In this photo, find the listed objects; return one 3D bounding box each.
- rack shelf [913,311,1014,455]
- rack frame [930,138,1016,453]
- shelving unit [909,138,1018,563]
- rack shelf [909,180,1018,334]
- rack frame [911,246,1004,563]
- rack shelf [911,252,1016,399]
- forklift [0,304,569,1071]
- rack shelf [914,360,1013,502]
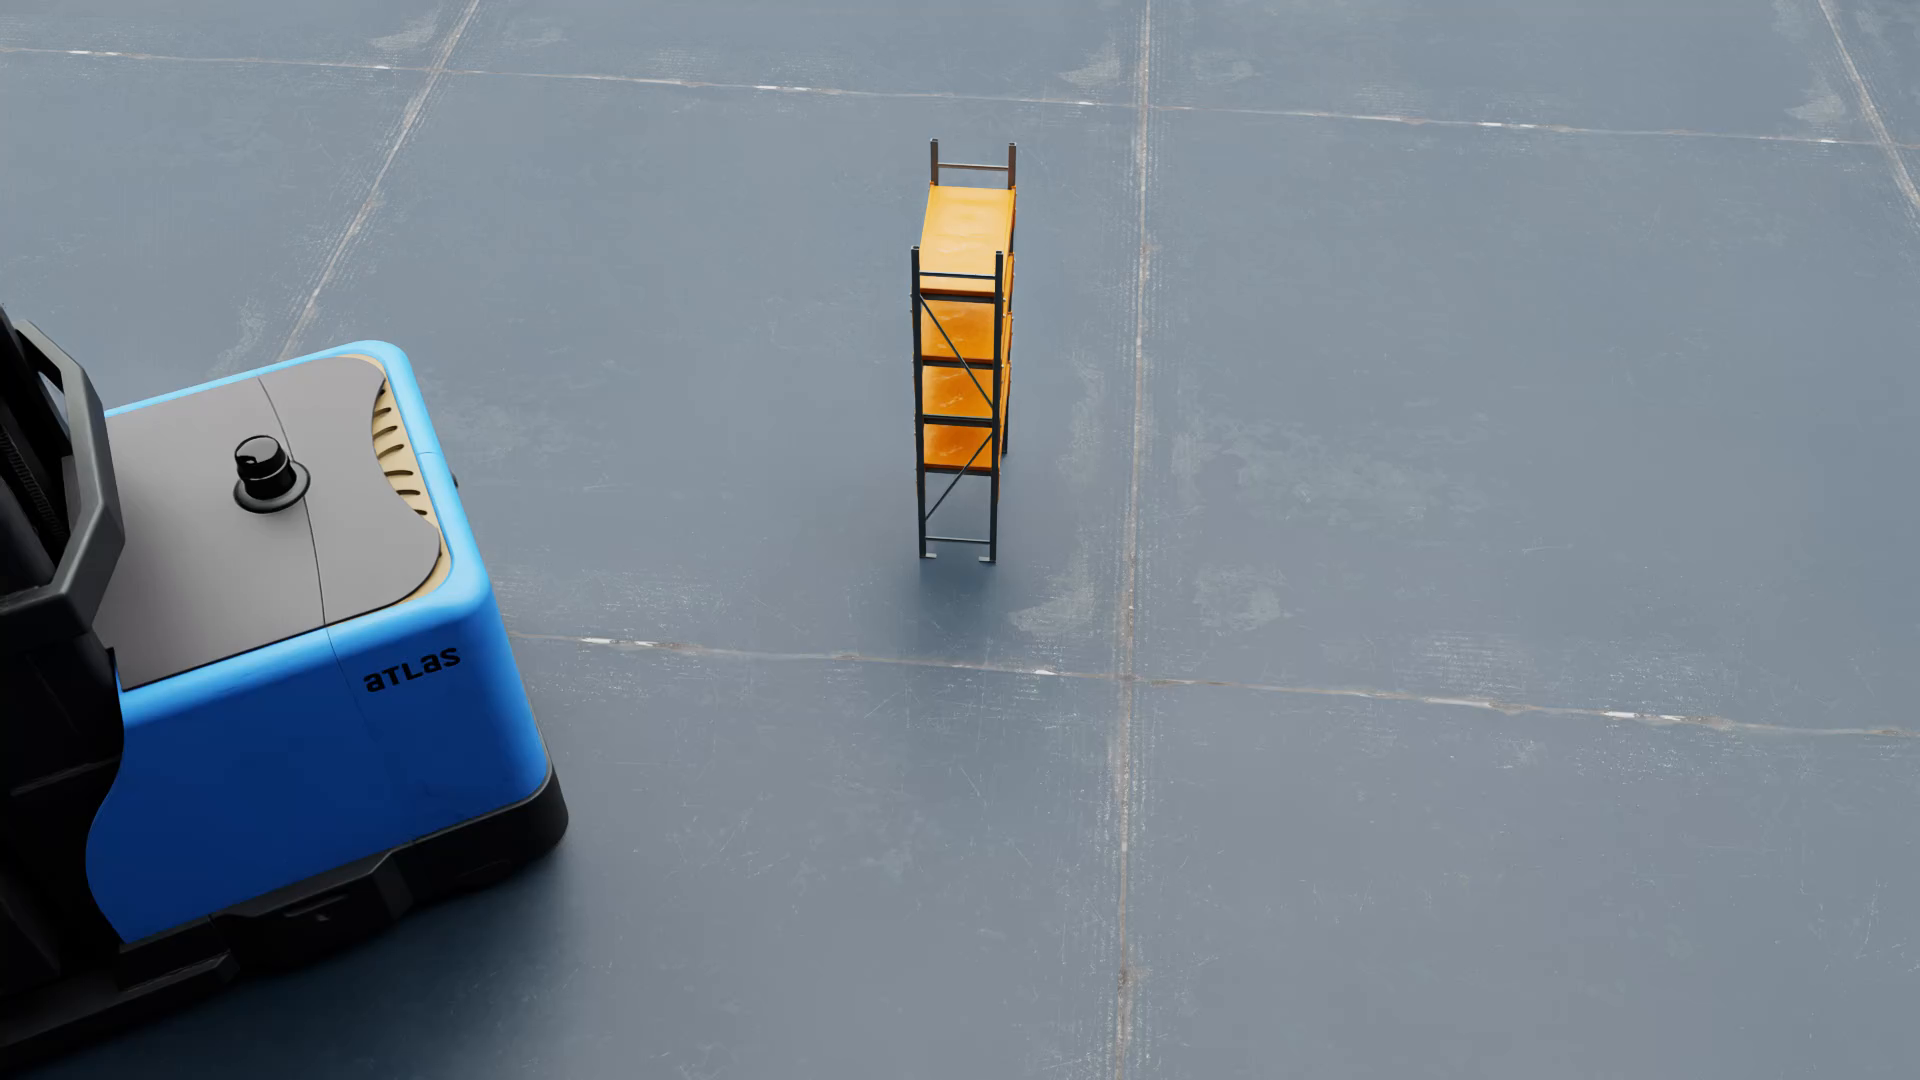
[{"bbox_3d":[0.015,-0.481,4.968,0.258,0.148,0.480,4,48,4],"label":"rack shelf"},{"bbox_3d":[0.037,-0.706,5.083,0.240,1.200,0.015,4,48,4],"label":"rack frame"},{"bbox_3d":[0.015,-0.527,4.919,0.258,1.200,0.503,4,48,4],"label":"shelving unit"},{"bbox_3d":[0.015,-0.792,4.629,0.258,0.148,0.480,4,48,4],"label":"rack shelf"},{"bbox_3d":[-0.007,-0.347,4.755,0.240,1.200,0.015,4,48,4],"label":"rack frame"},{"bbox_3d":[0.015,-0.632,4.803,0.258,0.148,0.480,4,48,4],"label":"rack shelf"},{"bbox_3d":[-2.609,-0.018,3.280,3.031,2.935,1.130,-19,50,-17],"label":"forklift"},{"bbox_3d":[0.015,-0.347,5.115,0.258,0.148,0.480,4,48,4],"label":"rack shelf"}]
